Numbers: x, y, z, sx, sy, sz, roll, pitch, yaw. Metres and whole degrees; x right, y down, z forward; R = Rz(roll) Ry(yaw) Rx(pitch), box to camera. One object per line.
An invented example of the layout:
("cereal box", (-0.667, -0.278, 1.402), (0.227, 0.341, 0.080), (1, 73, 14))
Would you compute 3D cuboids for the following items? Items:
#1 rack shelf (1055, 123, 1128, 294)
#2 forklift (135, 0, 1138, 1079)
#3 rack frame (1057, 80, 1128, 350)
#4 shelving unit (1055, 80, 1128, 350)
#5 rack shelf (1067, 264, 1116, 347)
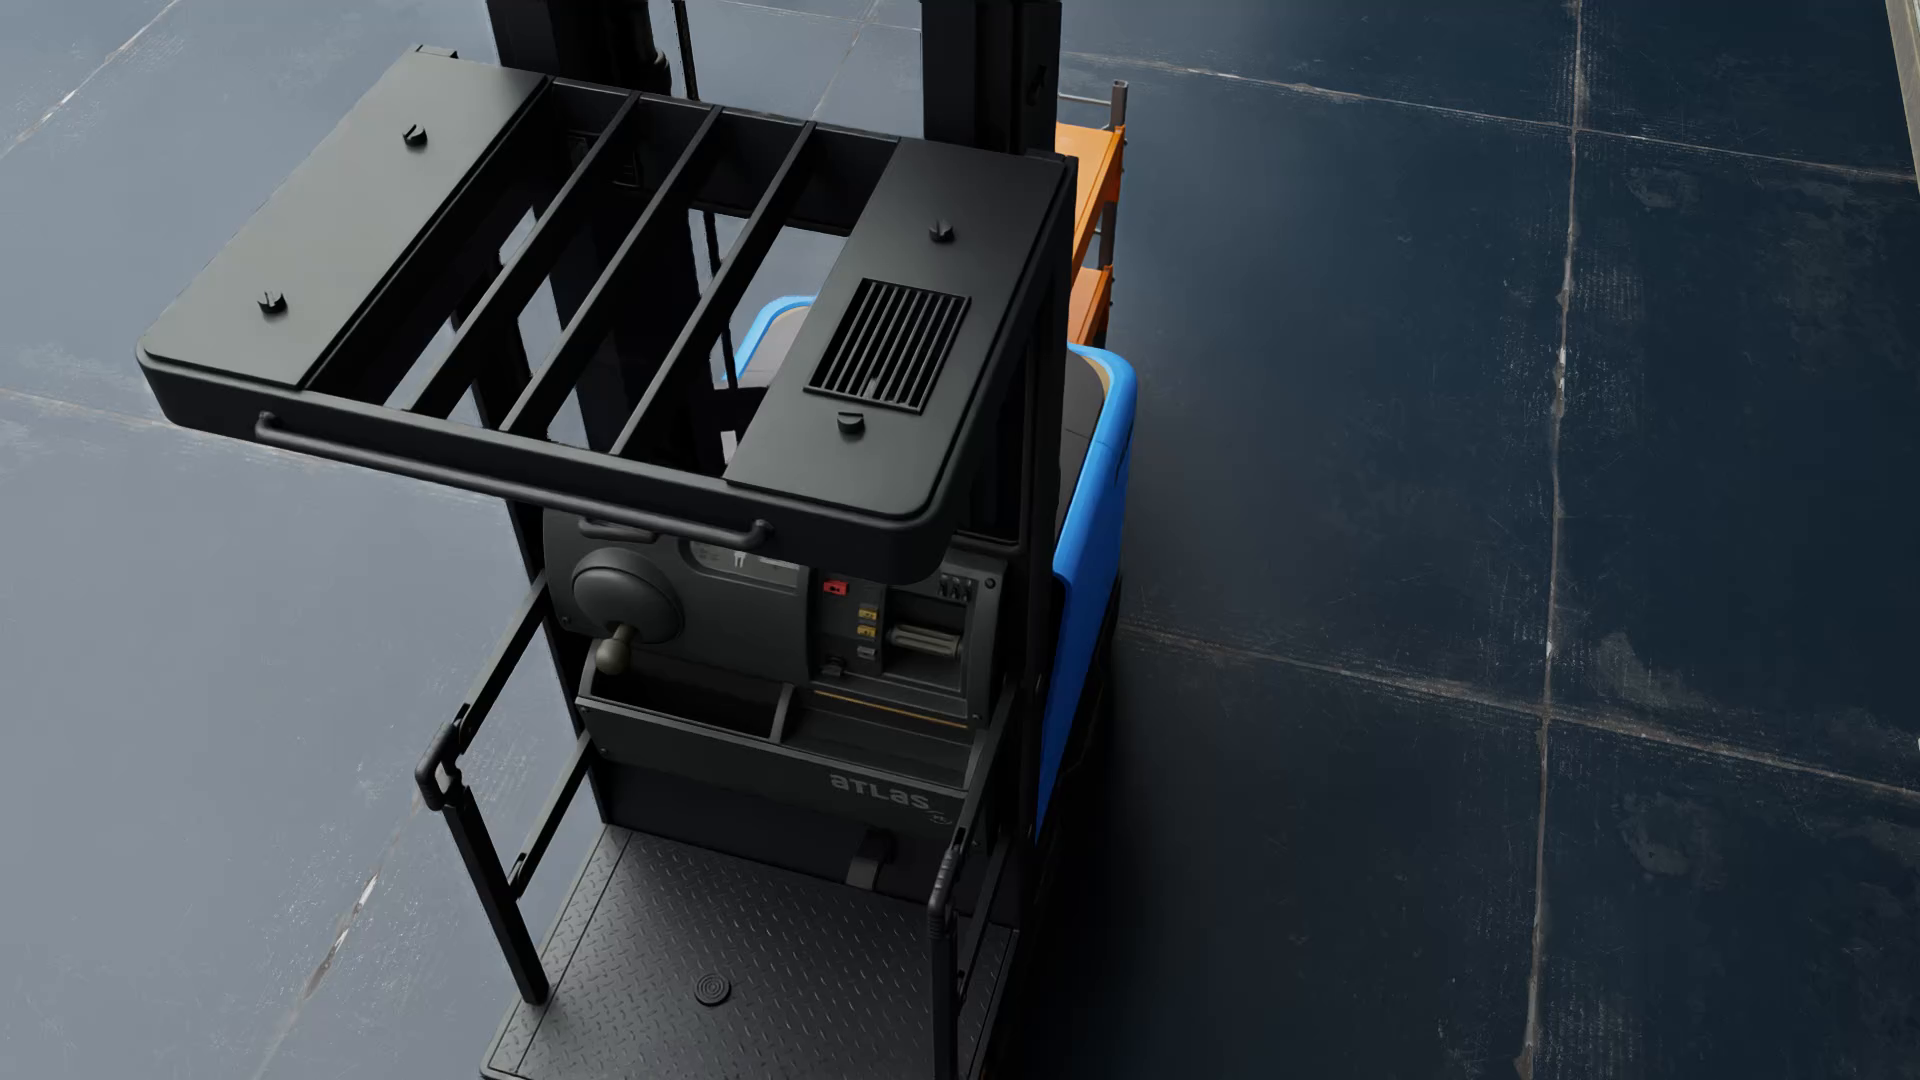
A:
("rack shelf", (0.116, -0.861, 4.870), (0.538, 0.278, 1.000), (12, 50, 11))
("forklift", (-0.431, 0.229, 3.093), (1.130, 2.935, 3.031), (12, 50, 11))
("rack frame", (0.258, -1.034, 5.412), (0.500, 1.125, 0.032), (12, 50, 11))
("shelving unit", (0.116, -0.668, 5.089), (0.538, 1.125, 1.048), (12, 50, 11))
("rack shelf", (0.116, -0.506, 5.272), (0.538, 0.278, 1.000), (12, 50, 11))
